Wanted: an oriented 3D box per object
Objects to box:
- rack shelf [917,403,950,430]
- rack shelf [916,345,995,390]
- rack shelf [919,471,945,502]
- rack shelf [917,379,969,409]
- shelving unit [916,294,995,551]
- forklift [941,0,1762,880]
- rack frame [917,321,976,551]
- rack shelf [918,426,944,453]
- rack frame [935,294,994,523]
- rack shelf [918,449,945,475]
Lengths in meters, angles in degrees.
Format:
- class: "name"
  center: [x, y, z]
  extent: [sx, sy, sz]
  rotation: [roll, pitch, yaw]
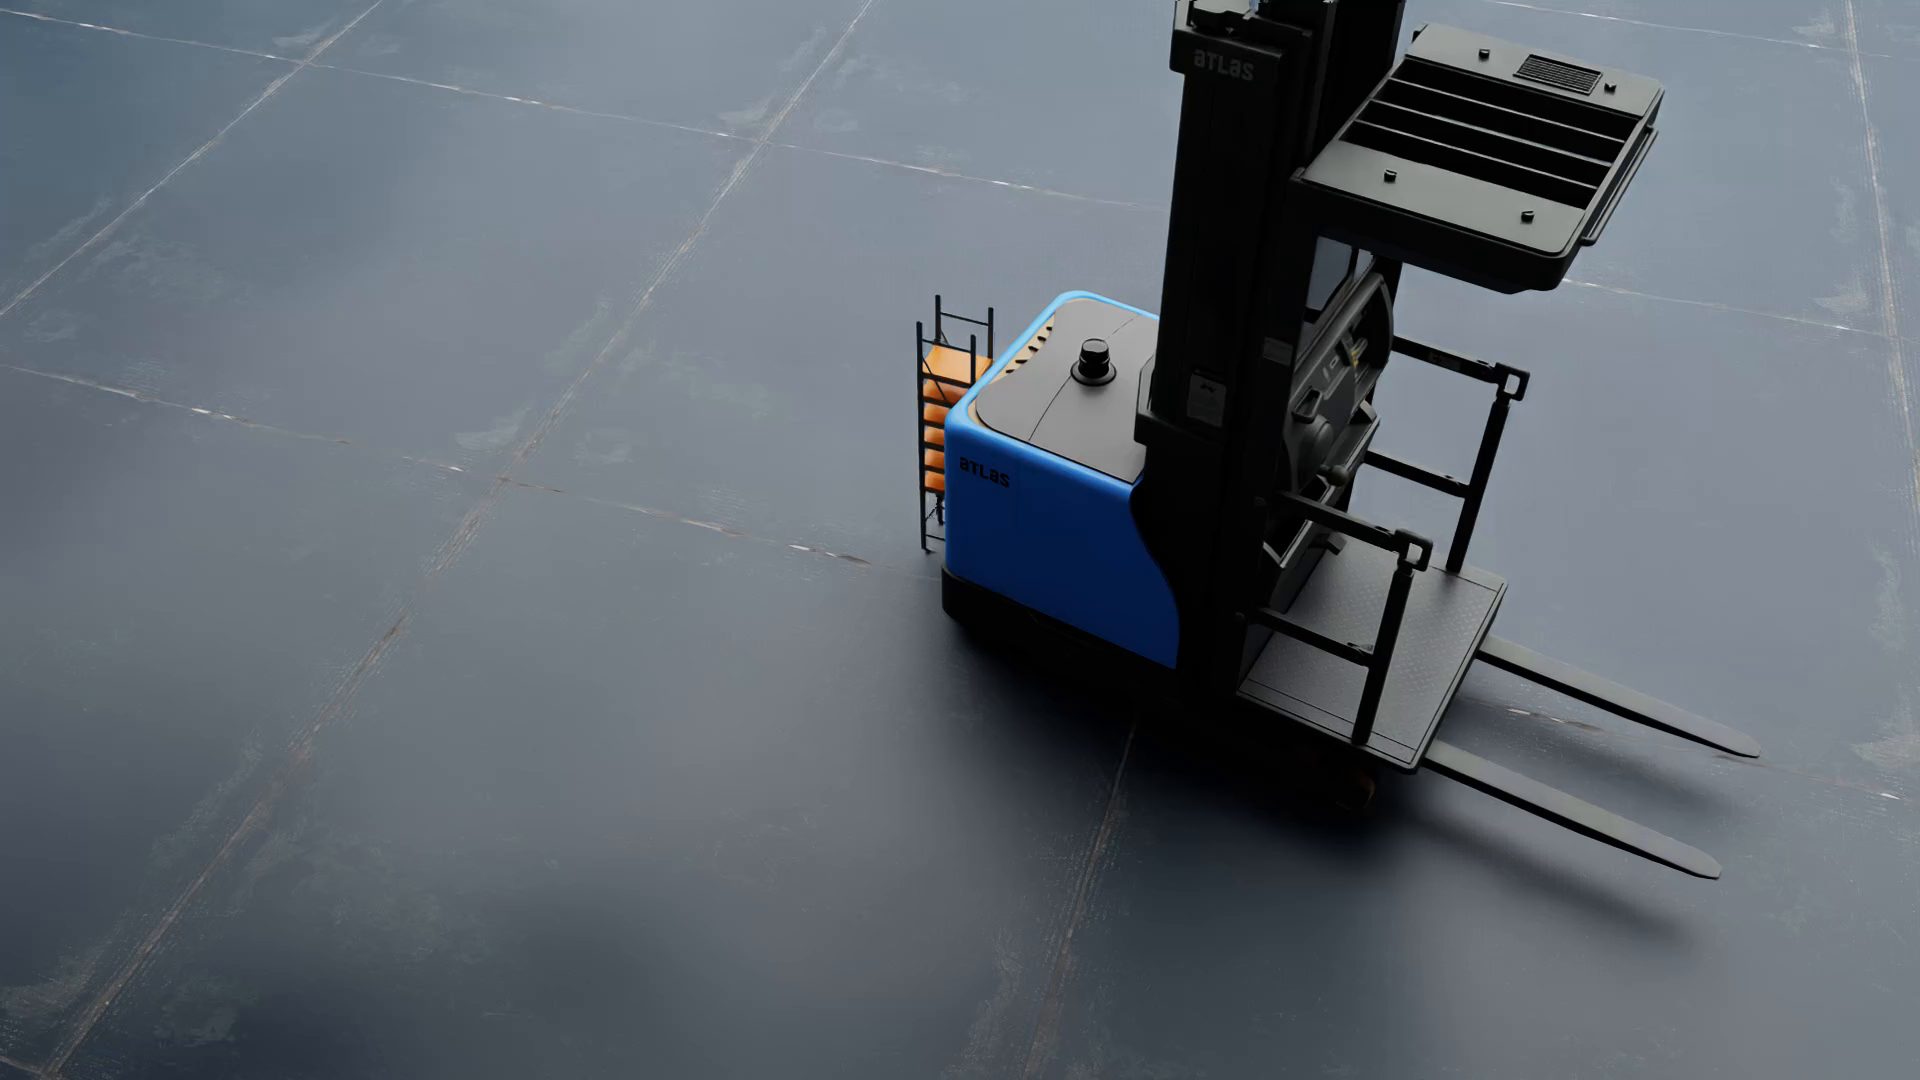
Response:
- class: "rack shelf"
  center: [-0.018, -0.479, 6.672]
  extent: [0.258, 0.103, 0.180]
  rotation: [16, 46, 16]
- class: "rack shelf"
  center: [-0.018, -0.651, 6.505]
  extent: [0.258, 0.103, 0.180]
  rotation: [16, 46, 16]
- class: "rack shelf"
  center: [-0.018, -0.221, 6.924]
  extent: [0.258, 0.103, 0.180]
  rotation: [16, 46, 16]
- class: "rack shelf"
  center: [-0.018, -0.565, 6.589]
  extent: [0.258, 0.103, 0.180]
  rotation: [16, 46, 16]
- class: "shelving unit"
  center: [-0.018, -0.425, 6.725]
  extent: [0.258, 1.200, 0.189]
  rotation: [16, 46, 16]
- class: "forklift"
  center: [1.454, -0.481, 5.545]
  extent: [3.031, 2.935, 1.130]
  rotation: [23, 49, 22]
- class: "rack frame"
  center: [-0.052, -0.366, 6.664]
  extent: [0.240, 1.200, 0.006]
  rotation: [16, 46, 16]
- class: "rack shelf"
  center: [-0.018, -0.393, 6.756]
  extent: [0.258, 0.103, 0.180]
  rotation: [16, 46, 16]
- class: "rack frame"
  center: [0.016, -0.484, 6.786]
  extent: [0.240, 1.200, 0.006]
  rotation: [16, 46, 16]
- class: "rack shelf"
  center: [-0.018, -0.307, 6.840]
  extent: [0.258, 0.103, 0.180]
  rotation: [16, 46, 16]
